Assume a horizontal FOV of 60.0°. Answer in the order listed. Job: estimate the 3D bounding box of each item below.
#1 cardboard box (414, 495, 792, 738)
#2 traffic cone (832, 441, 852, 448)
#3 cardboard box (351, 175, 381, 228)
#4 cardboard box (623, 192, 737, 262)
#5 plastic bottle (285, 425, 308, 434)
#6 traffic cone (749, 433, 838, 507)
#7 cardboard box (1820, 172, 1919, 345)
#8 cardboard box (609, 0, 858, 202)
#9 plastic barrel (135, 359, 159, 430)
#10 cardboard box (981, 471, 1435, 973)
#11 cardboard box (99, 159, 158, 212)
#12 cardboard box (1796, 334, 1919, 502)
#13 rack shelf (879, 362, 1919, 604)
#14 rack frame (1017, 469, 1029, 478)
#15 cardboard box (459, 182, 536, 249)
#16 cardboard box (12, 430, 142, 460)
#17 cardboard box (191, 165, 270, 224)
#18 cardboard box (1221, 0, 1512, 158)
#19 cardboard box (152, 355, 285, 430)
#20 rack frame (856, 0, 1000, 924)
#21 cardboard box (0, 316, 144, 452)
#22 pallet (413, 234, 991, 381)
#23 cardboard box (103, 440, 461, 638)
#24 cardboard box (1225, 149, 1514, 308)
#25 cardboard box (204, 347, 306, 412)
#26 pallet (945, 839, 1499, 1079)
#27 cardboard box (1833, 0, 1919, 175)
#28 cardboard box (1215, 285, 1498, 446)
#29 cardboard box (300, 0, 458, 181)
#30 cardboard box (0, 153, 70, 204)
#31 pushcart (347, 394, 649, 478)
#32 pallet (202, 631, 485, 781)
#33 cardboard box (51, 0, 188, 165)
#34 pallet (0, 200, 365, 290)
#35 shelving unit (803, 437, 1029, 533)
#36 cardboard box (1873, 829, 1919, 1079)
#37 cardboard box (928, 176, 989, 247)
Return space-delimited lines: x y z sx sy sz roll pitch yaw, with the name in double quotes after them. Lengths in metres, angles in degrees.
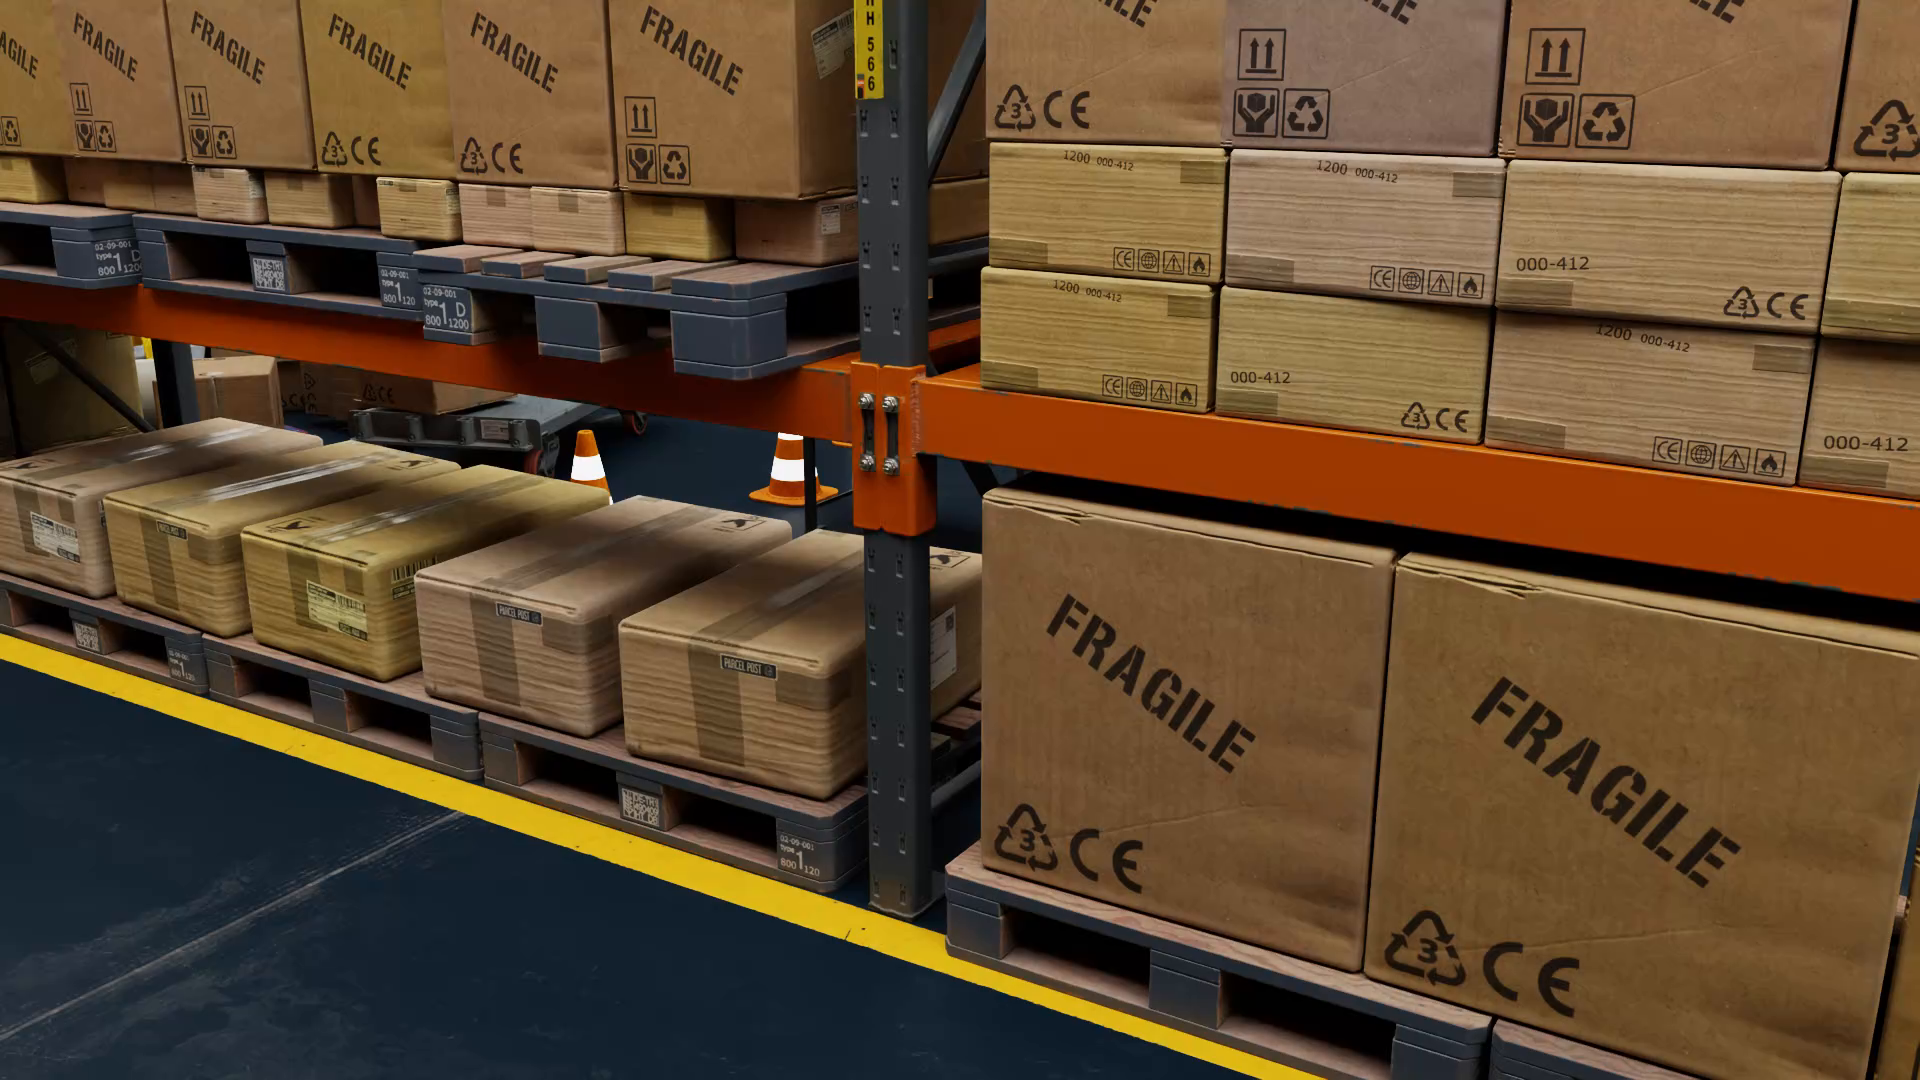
-1.013 0.191 4.889 0.625 0.372 0.950 10 19 29 "cardboard box"
-0.456 -0.724 8.470 0.334 0.463 0.336 10 20 30 "traffic cone"
-1.411 -0.937 4.514 0.250 0.149 0.380 10 20 30 "cardboard box"
-0.573 -0.762 3.937 0.250 0.149 0.380 10 20 31 "cardboard box"
-3.431 -0.530 8.519 0.283 0.061 0.133 14 22 39 "plastic bottle"
-0.753 -0.423 7.476 0.334 0.463 0.336 10 20 30 "traffic cone"
1.682 -0.457 2.624 0.500 0.250 0.500 11 20 31 "cardboard box"
-0.437 -1.058 3.796 0.500 0.500 0.500 9 19 28 "cardboard box"
-4.169 -0.711 8.495 0.512 0.421 0.421 -6 18 -18 "plastic barrel"
0.641 0.275 3.748 0.875 0.875 0.875 10 20 30 "cardboard box"
-2.320 -1.079 4.983 0.250 0.149 0.380 10 20 31 "cardboard box"
1.694 -0.229 2.731 0.500 0.250 0.500 10 20 30 "cardboard box"
1.800 -0.018 3.017 4.000 0.370 1.077 10 20 30 "rack shelf"
0.360 -0.653 6.451 0.032 1.500 0.500 10 20 30 "rack frame"
-1.021 -0.829 4.159 0.250 0.149 0.380 9 19 27 "cardboard box"
-3.674 -0.317 6.771 0.500 0.250 0.500 9 19 28 "cardboard box"
-1.911 -0.988 4.683 0.250 0.149 0.380 11 20 32 "cardboard box"
0.816 -0.984 3.067 0.500 0.500 0.500 10 20 30 "cardboard box"
-3.514 -0.580 7.926 0.500 0.500 0.500 -6 18 -18 "cardboard box"
0.096 -0.666 3.914 0.127 3.000 1.000 10 20 30 "rack frame"
-3.674 -0.676 6.662 0.500 0.500 0.500 11 20 33 "cardboard box"
-0.567 -0.657 4.212 1.003 0.211 1.213 10 20 30 "pallet"
-2.250 -0.031 5.620 0.625 0.372 0.950 12 20 33 "cardboard box"
0.838 -0.617 3.148 0.500 0.250 0.500 11 20 31 "cardboard box"
-3.900 -1.049 9.467 0.637 0.503 0.797 -2 17 -8 "cardboard box"
0.728 0.806 3.863 1.213 0.211 1.003 10 20 30 "pallet"
1.677 -0.824 2.540 0.500 0.500 0.500 10 20 31 "cardboard box"
0.828 -0.384 3.243 0.500 0.250 0.500 9 19 28 "cardboard box"
-1.314 -1.210 4.298 0.500 0.500 0.500 9 19 26 "cardboard box"
-2.799 -1.153 5.226 0.250 0.149 0.380 11 20 31 "cardboard box"
-2.162 -0.592 8.182 0.936 0.377 1.648 3 17 11 "pushcart"
-1.605 0.363 5.324 1.213 0.211 1.003 10 20 30 "pallet"
-2.222 -1.369 4.821 0.500 0.500 0.500 10 20 30 "cardboard box"
-2.738 -1.031 5.444 1.213 0.211 1.003 10 20 30 "pallet"
-0.073 -0.731 6.706 1.048 1.500 0.538 10 20 30 "shelving unit"
2.160 0.548 2.850 0.875 0.875 0.875 11 20 32 "cardboard box"
-0.084 -0.843 4.204 0.250 0.149 0.380 9 19 27 "cardboard box"
